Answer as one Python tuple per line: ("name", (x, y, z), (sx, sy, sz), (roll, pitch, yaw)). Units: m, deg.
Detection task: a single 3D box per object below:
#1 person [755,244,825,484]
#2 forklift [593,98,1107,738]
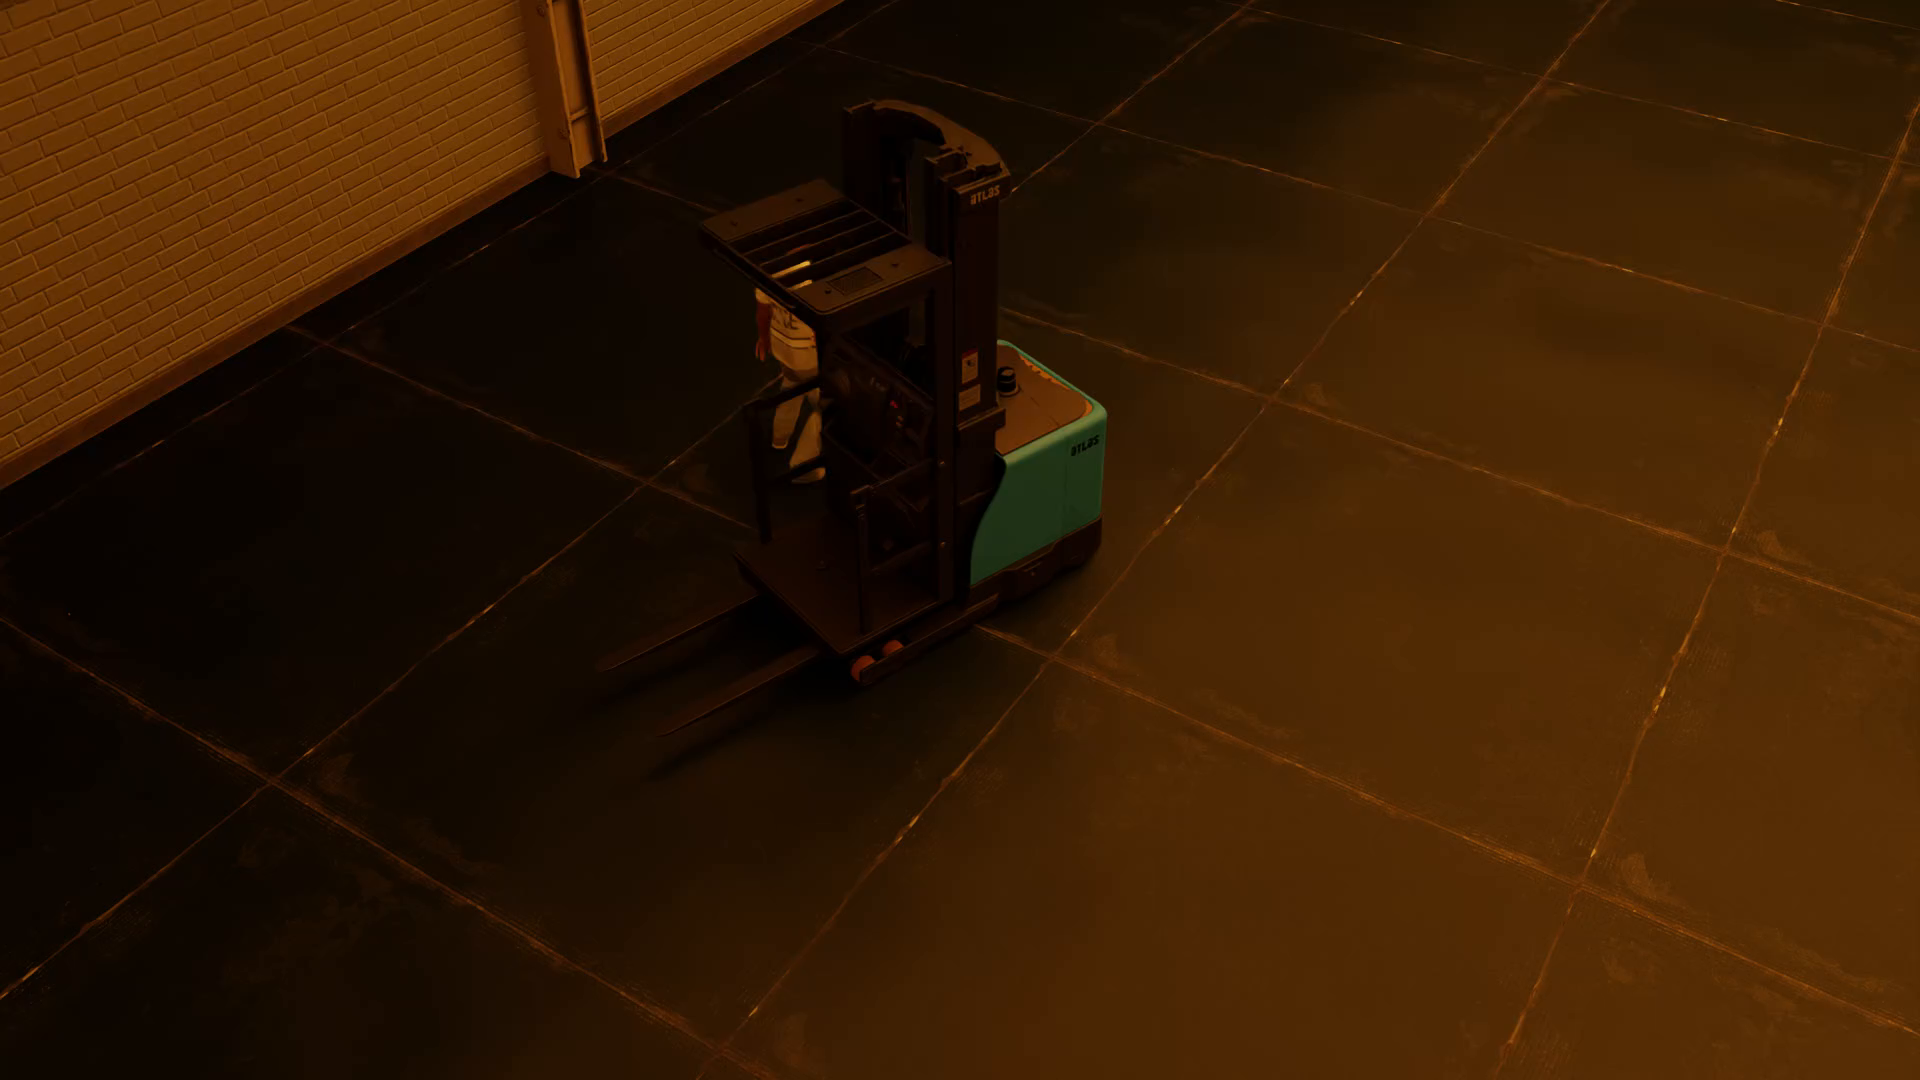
("person", (-0.994, -1.138, 10.320), (0.502, 1.731, 0.886), (-27, 47, -29))
("forklift", (-0.613, -0.697, 8.789), (3.031, 2.935, 1.130), (-27, 47, -28))
